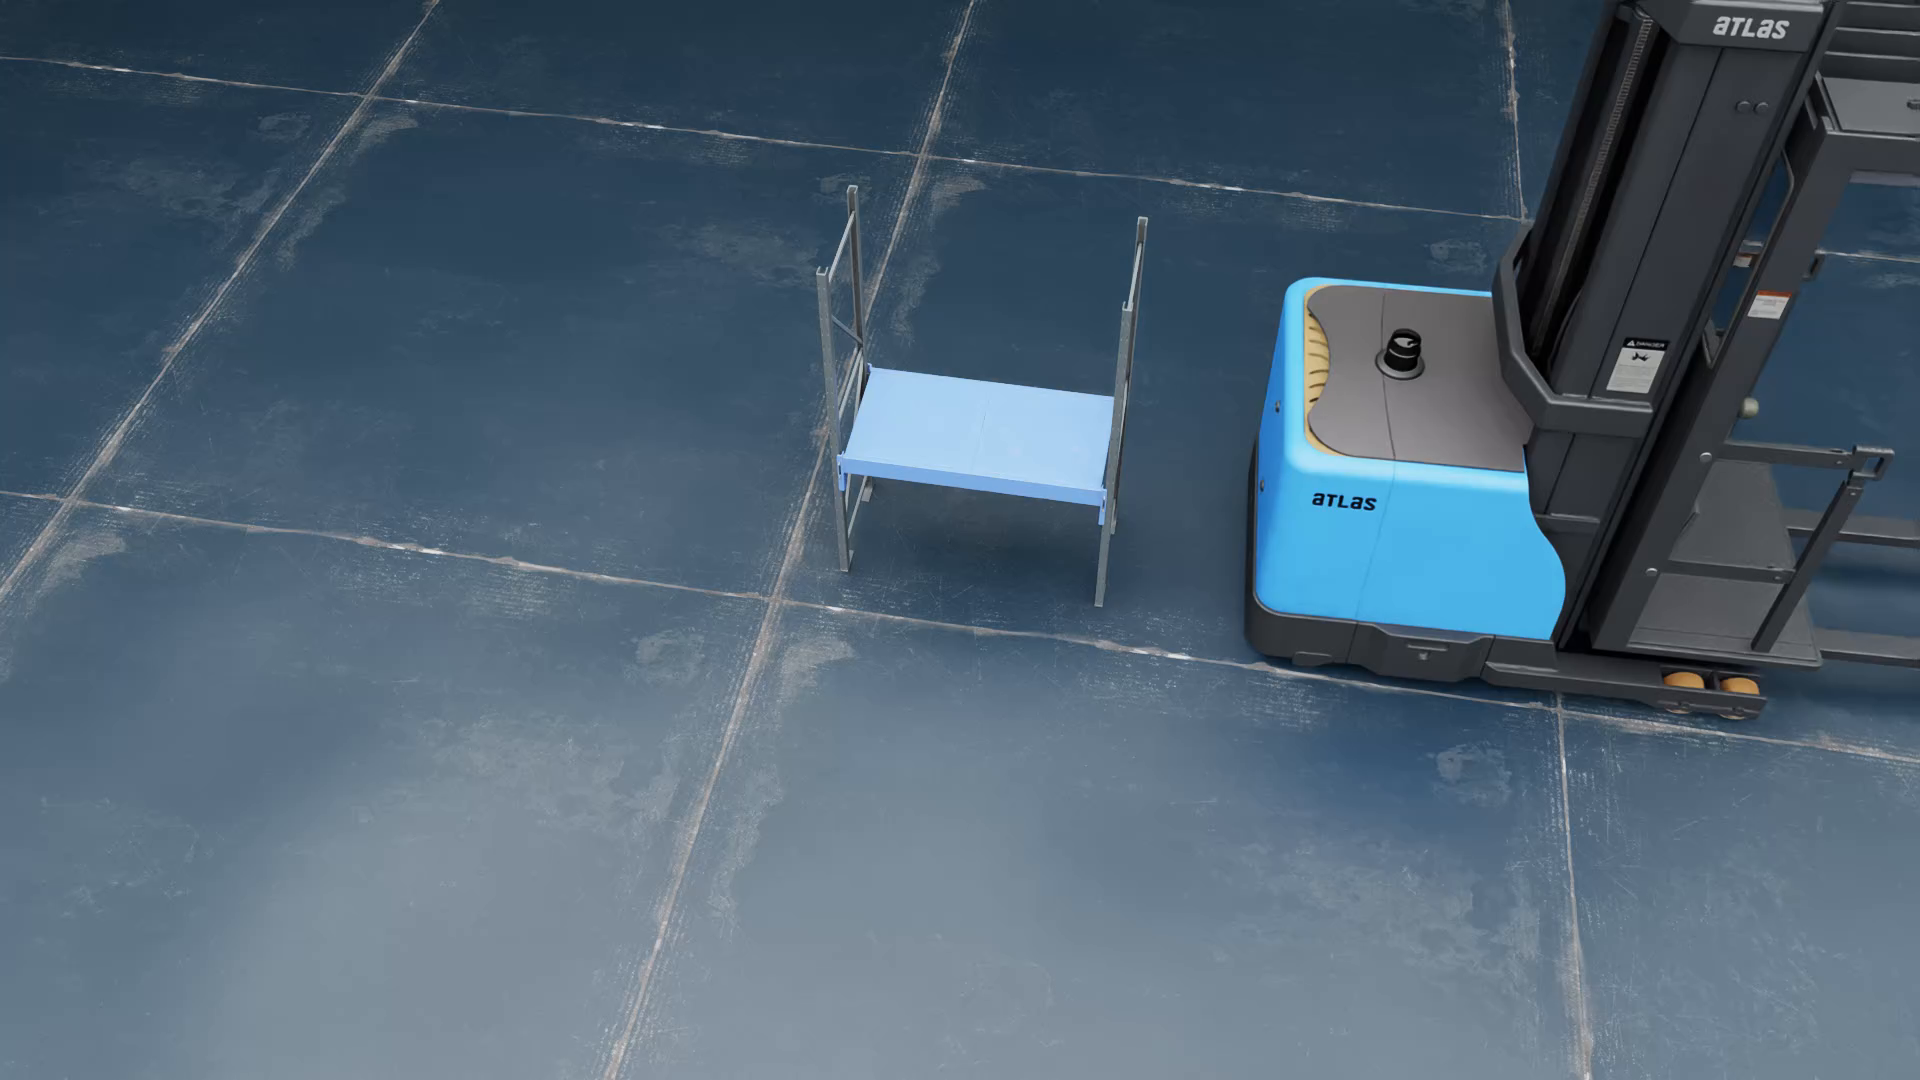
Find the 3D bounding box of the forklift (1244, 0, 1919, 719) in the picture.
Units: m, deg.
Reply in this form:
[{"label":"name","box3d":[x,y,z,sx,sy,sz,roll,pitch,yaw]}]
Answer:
[{"label":"forklift","box3d":[2.637,-0.744,5.420,3.031,2.935,1.130,6,48,5]}]

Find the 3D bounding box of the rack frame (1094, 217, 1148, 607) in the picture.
[{"label":"rack frame","box3d":[0.584,-0.423,6.094,0.032,1.500,0.500,8,49,7]}]

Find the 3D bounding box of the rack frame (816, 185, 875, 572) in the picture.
[{"label":"rack frame","box3d":[-0.416,-0.557,6.214,0.032,1.500,0.500,8,49,7]}]

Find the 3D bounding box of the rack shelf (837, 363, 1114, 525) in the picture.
[{"label":"rack shelf","box3d":[0.084,-0.370,6.288,1.000,0.185,0.538,8,49,7]}]

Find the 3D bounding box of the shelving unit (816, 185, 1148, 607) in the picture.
[{"label":"shelving unit","box3d":[0.084,-0.490,6.154,1.048,1.500,0.538,8,49,7]}]
